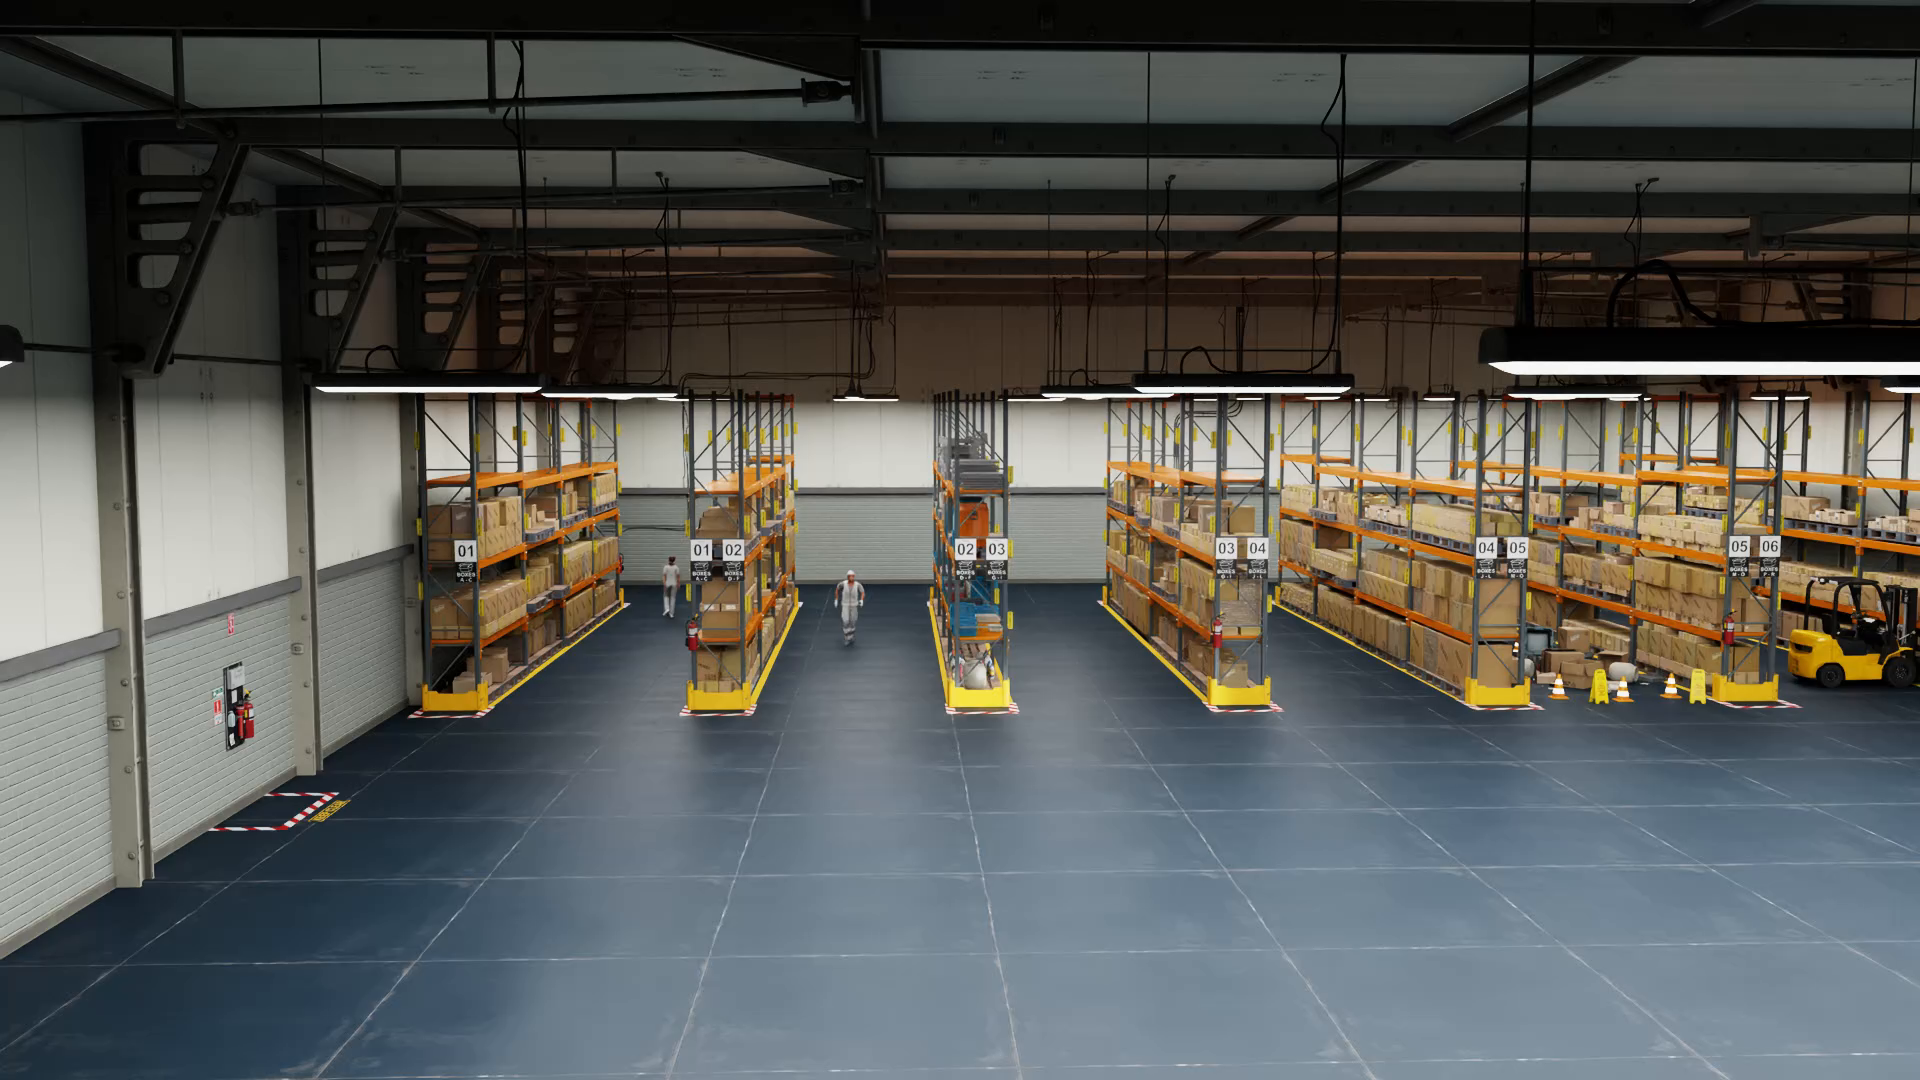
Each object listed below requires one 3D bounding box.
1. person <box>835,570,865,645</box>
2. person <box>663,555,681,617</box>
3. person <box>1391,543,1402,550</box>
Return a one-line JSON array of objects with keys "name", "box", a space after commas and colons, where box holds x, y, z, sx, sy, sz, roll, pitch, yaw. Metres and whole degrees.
[{"name": "person", "box": [-2.640, 1.620, 39.878, 0.721, 1.817, 0.791, -1, 5, -7]}, {"name": "person", "box": [-7.750, 1.235, 44.672, 0.482, 1.664, 0.449, 0, 5, -5]}, {"name": "person", "box": [13.336, 0.761, 50.757, 0.967, 1.633, 0.437, -1, 5, -10]}]
